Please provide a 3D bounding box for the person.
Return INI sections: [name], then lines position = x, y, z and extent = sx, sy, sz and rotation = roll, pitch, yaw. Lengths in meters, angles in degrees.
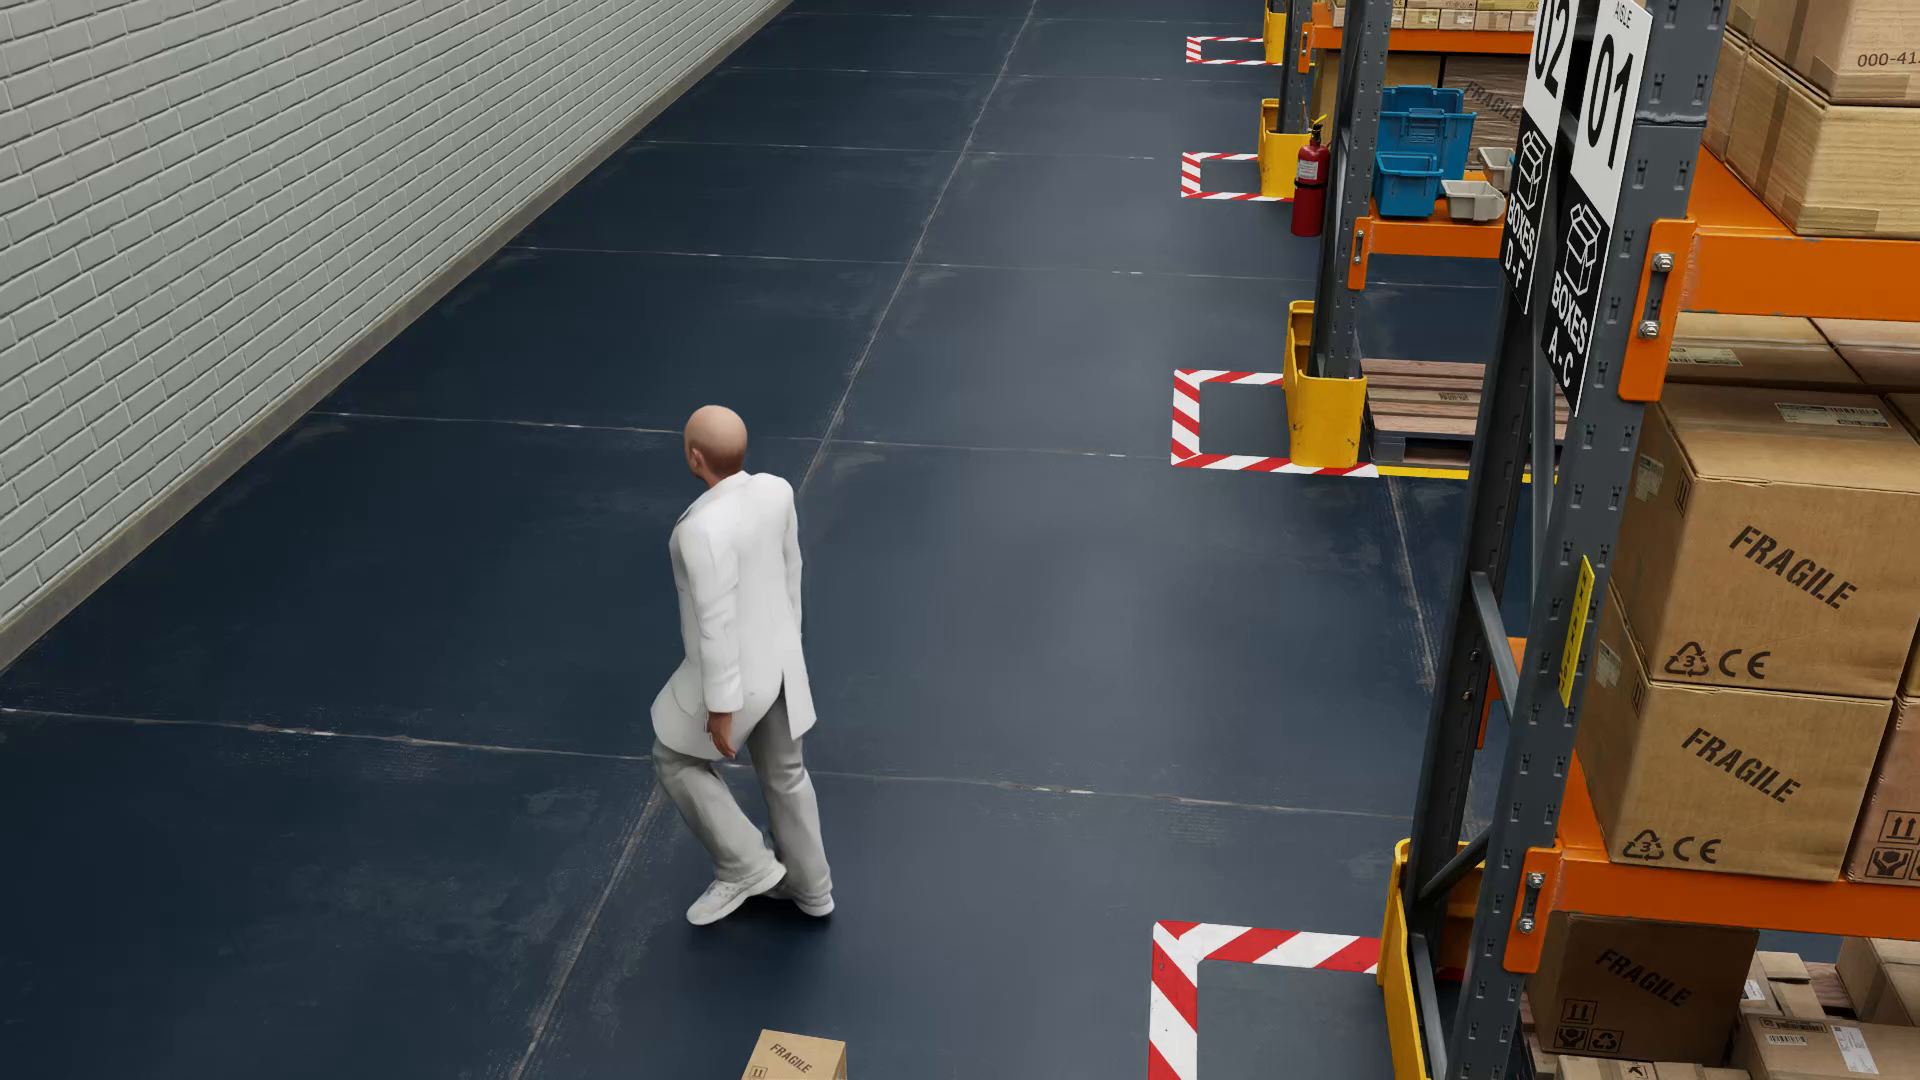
[person]
position = -0.678, 0.427, 5.322
extent = 0.579, 1.791, 0.616
rotation = 16, 32, 28
